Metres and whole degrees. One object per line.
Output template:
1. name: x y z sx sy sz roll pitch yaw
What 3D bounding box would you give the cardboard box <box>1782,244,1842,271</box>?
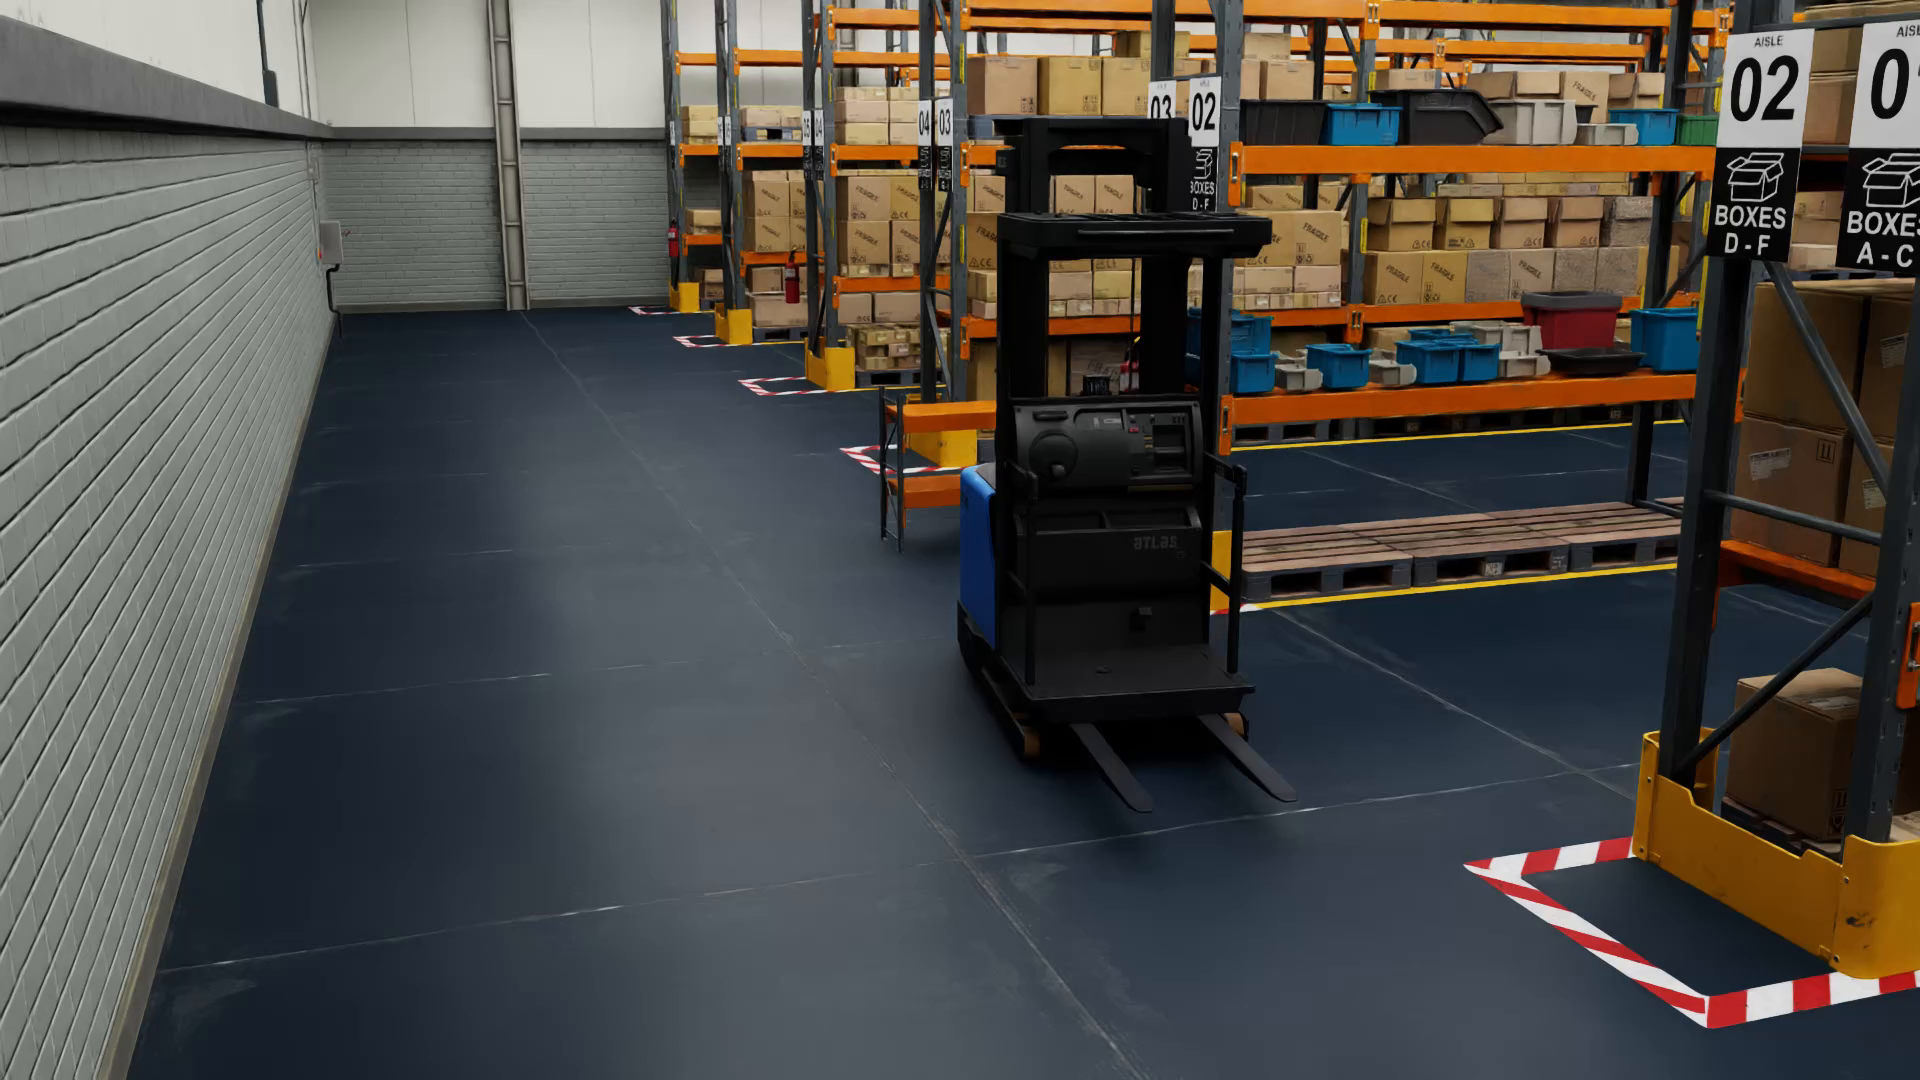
1. cardboard box: 9.088 -3.038 17.849 0.500 0.250 0.500 -5 14 -20

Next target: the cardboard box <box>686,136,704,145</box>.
1. cardboard box: -4.527 -6.814 28.369 0.250 0.149 0.380 -4 14 -17

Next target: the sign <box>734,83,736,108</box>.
1. sign: -3.145 -6.217 23.256 0.005 0.325 0.100 -4 14 -18

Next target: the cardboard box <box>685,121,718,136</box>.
1. cardboard box: -4.396 -7.008 28.324 0.500 0.250 0.500 -5 14 -19

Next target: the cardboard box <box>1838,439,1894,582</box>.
1. cardboard box: 3.504 -0.093 5.837 0.500 0.500 0.500 -4 14 -17

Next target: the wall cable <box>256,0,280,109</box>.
1. wall cable: -6.615 -7.065 15.447 0.120 5.999 2.277 -4 14 -18

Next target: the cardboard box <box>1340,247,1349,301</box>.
1. cardboard box: 3.991 -2.681 16.716 0.500 0.500 0.500 -4 14 -18

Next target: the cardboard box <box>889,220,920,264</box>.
1. cardboard box: -0.630 -3.549 19.722 0.500 0.500 0.500 -4 14 -18

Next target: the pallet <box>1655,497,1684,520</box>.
1. pallet: 5.959 -0.143 12.288 1.213 0.211 1.003 -4 14 -18

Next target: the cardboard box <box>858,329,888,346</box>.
1. cardboard box: -1.037 -2.409 19.756 0.250 0.149 0.380 -5 14 -21

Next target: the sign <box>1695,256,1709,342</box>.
1. sign: 2.842 -0.910 6.302 0.005 0.325 0.100 -4 14 -18

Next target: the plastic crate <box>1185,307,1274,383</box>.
1. plastic crate: 1.681 -1.269 10.788 0.499 0.435 0.616 -4 14 -18

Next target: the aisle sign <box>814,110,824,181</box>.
1. aisle sign: -1.616 -4.532 19.094 0.004 0.787 0.394 -4 14 -18

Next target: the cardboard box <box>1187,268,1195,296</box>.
1. cardboard box: 1.846 -2.407 15.459 0.500 0.250 0.500 -5 14 -19

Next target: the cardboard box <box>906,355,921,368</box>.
1. cardboard box: -0.588 -2.181 20.083 0.250 0.149 0.380 -4 14 -17

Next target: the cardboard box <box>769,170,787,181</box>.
1. cardboard box: -2.666 -5.267 24.027 0.250 0.149 0.380 -4 14 -17

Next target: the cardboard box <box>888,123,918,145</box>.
1. cardboard box: -0.635 -4.739 19.428 0.500 0.250 0.500 -4 14 -16

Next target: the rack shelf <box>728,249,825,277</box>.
1. rack shelf: -1.421 -4.214 24.931 4.000 0.370 1.077 -4 14 -18

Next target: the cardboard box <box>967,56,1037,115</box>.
1. cardboard box: 0.320 -4.054 14.882 0.500 0.500 0.700 -5 14 -21

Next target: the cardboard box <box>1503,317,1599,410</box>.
1. cardboard box: 5.918 -1.893 17.305 0.875 0.875 1.225 -4 14 -18

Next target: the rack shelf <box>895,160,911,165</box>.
1. rack shelf: 0.783 -7.057 30.401 4.000 0.370 1.077 -4 14 -18

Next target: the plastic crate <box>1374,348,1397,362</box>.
1. plastic crate: 2.949 -1.227 11.261 0.250 0.136 0.298 -4 14 -18

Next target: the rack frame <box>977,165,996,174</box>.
1. rack frame: 0.474 -4.712 25.468 0.127 3.000 1.000 -4 14 -18

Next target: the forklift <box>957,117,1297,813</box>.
1. forklift: 0.762 -0.484 7.845 1.130 2.935 3.031 -2 14 -10

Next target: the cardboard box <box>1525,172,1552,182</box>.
1. cardboard box: 9.518 -6.031 27.995 0.500 0.500 0.700 -5 14 -19

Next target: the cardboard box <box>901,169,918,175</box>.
1. cardboard box: -0.700 -5.409 24.621 0.250 0.149 0.380 -5 14 -18

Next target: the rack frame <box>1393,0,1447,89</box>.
1. rack frame: 5.940 -6.847 21.482 0.127 3.000 1.000 -4 14 -18

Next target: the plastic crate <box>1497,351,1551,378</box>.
1. plastic crate: 3.660 -1.158 10.970 0.466 0.136 0.293 -4 14 -18

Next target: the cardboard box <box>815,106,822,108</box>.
1. cardboard box: -2.475 -7.409 28.928 0.500 0.250 0.500 -4 14 -17

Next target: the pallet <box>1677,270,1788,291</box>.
1. pallet: 8.068 -2.816 17.913 1.003 0.211 1.213 -4 14 -18

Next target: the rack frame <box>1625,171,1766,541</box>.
1. rack frame: 5.215 -1.452 11.764 0.127 3.000 1.000 -4 14 -18

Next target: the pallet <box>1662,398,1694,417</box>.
1. pallet: 8.167 -1.534 18.136 1.213 0.211 1.003 -4 14 -18

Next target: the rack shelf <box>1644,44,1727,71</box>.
1. rack shelf: 11.627 -6.745 23.474 4.000 0.370 1.077 -4 14 -18

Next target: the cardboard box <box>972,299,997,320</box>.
1. cardboard box: 0.286 -2.074 14.925 0.250 0.149 0.380 -4 14 -17

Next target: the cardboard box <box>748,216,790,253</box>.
1. cardboard box: -2.770 -4.437 24.100 0.500 0.500 0.500 -5 14 -19

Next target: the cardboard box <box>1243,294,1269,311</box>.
1. cardboard box: 2.719 -2.265 15.724 0.250 0.149 0.380 -4 14 -17

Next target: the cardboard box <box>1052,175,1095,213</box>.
1. cardboard box: 1.301 -4.180 20.213 0.500 0.500 0.500 -5 14 -20

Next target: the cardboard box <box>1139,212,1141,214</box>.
1. cardboard box: 2.924 -5.005 25.944 0.500 0.250 0.500 -5 14 -20

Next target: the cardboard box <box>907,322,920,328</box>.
1. cardboard box: -0.494 -2.598 20.549 0.250 0.149 0.380 -5 14 -20

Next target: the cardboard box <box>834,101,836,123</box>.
1. cardboard box: -1.287 -5.057 19.684 0.500 0.250 0.500 -5 14 -20

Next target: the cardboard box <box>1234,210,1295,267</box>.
1. cardboard box: 2.808 -2.846 15.686 0.500 0.500 0.500 -4 14 -17

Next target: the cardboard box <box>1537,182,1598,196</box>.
1. cardboard box: 8.296 -4.645 22.813 0.500 0.500 0.700 -4 14 -18

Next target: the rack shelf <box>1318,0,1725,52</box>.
1. rack shelf: 5.531 -5.060 16.387 4.000 0.370 1.077 -4 14 -18

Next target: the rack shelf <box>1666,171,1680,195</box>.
1. rack shelf: 7.110 -2.709 12.121 4.000 0.370 1.077 -4 14 -18

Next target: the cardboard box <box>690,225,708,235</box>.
1. cardboard box: -4.504 -5.347 28.681 0.250 0.149 0.380 -5 14 -18

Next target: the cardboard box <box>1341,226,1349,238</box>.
1. cardboard box: 4.879 -3.961 21.304 0.250 0.149 0.380 -4 14 -18

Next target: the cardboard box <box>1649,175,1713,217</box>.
1. cardboard box: 10.092 -4.842 23.358 0.550 0.550 0.875 -4 14 -18

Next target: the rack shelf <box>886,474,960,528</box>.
1. rack shelf: -0.006 -0.309 12.067 1.000 0.278 0.538 -4 14 -18

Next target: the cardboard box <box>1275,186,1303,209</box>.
1. cardboard box: 5.257 -5.427 26.709 0.500 0.500 0.500 -4 14 -15

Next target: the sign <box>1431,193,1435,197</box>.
1. sign: 6.122 -4.335 21.554 0.005 0.325 0.100 -4 14 -18

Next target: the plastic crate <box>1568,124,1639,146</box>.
1. plastic crate: 4.131 -2.605 10.702 0.466 0.136 0.293 -4 14 -18

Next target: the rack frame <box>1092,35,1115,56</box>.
1. rack frame: 2.679 -9.014 30.591 0.127 3.000 1.000 -4 14 -18

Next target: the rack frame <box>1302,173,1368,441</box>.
1. rack frame: 3.635 -2.538 16.331 0.127 3.000 1.000 -4 14 -18

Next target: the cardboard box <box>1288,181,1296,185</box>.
1. cardboard box: 6.676 -6.989 32.783 0.250 0.149 0.380 -4 14 -18

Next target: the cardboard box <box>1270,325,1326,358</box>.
1. cardboard box: 2.984 -1.677 16.397 0.875 0.875 0.875 -4 14 -18

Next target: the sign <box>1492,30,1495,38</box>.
1. sign: 10.421 -9.977 32.451 0.005 0.325 0.100 -4 14 -18

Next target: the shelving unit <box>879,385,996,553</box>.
1. shelving unit: -0.006 -0.547 12.011 1.048 1.125 0.538 -4 14 -18
